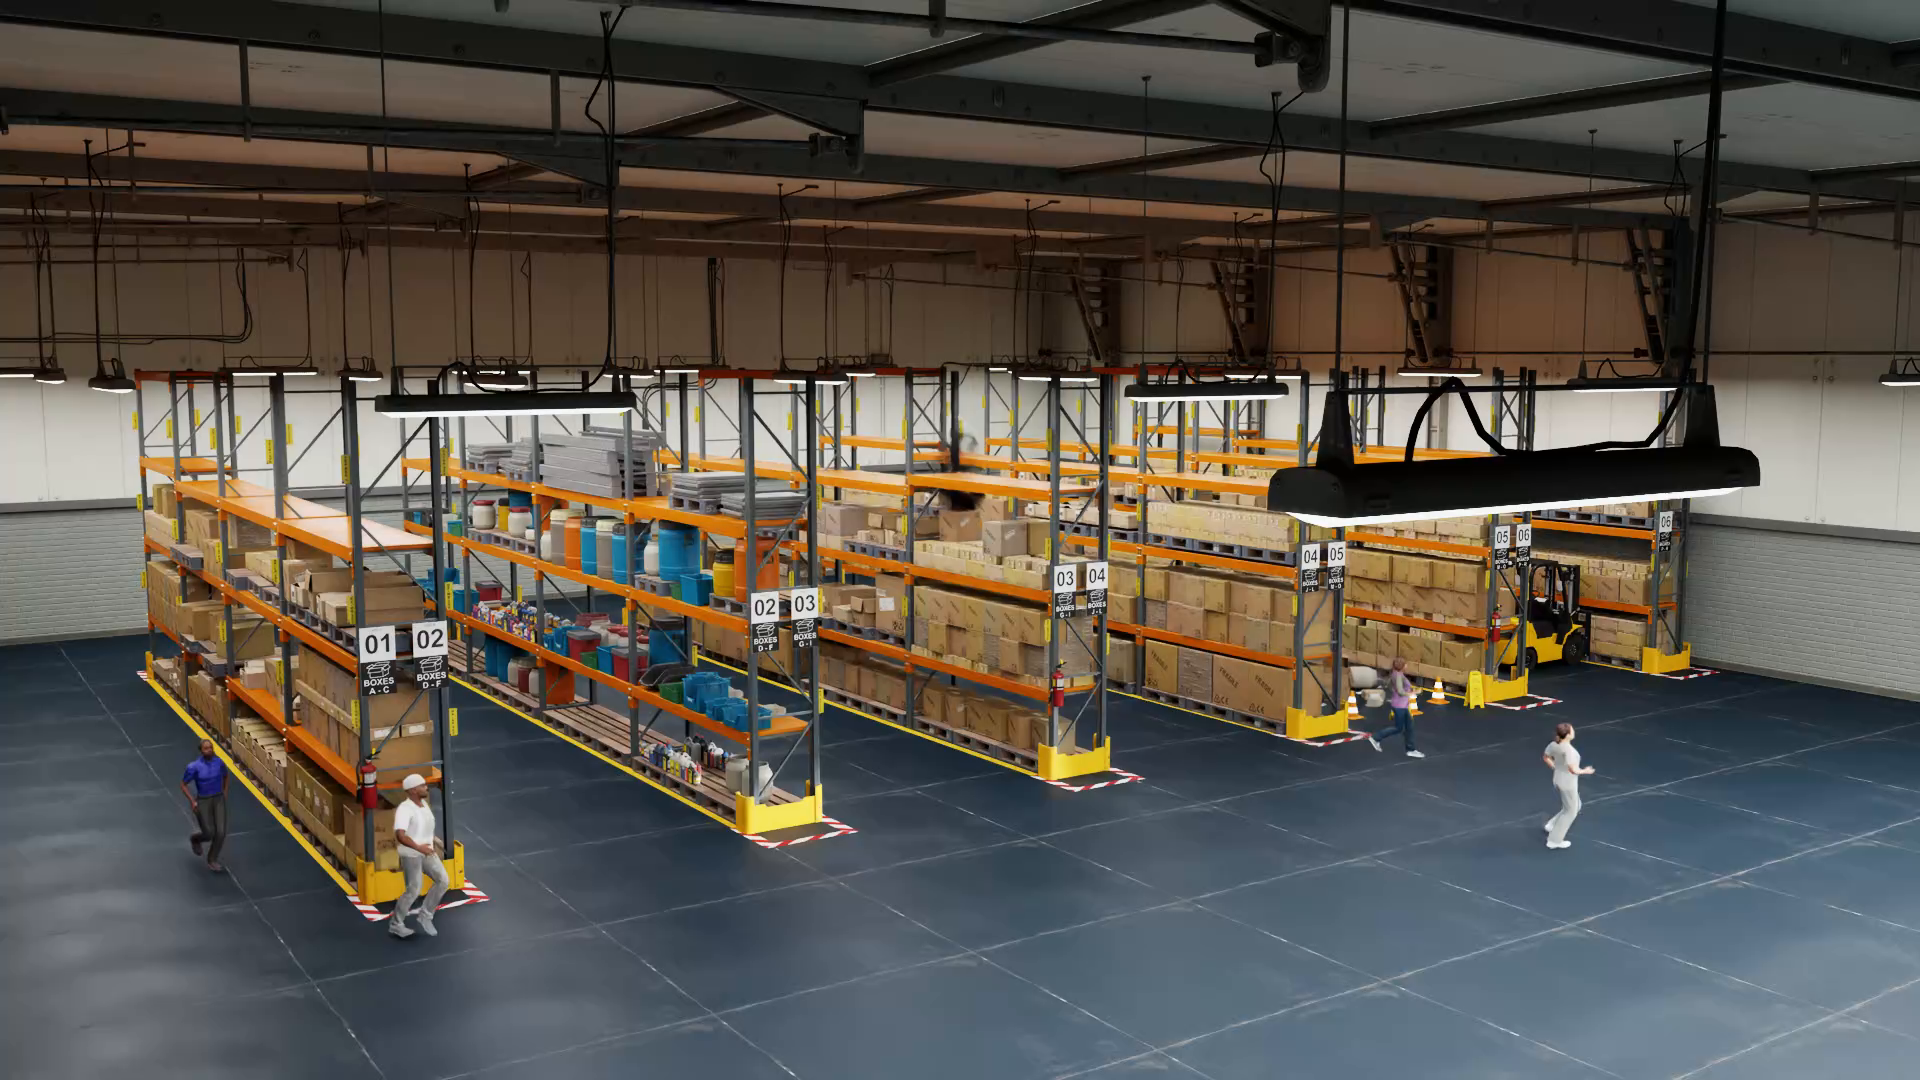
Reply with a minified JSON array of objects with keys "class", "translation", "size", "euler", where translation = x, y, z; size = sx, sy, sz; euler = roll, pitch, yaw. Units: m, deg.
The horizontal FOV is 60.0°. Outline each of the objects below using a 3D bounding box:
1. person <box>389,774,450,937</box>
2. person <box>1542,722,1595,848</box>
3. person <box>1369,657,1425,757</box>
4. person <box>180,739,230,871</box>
[{"class":"person","translation":[-5.877,3.428,18.140],"size":[0.612,1.754,0.763],"euler":[1,7,12]},{"class":"person","translation":[7.780,3.118,21.230],"size":[0.548,1.627,0.554],"euler":[-1,6,-7]},{"class":"person","translation":[6.848,2.607,25.981],"size":[0.861,1.574,0.551],"euler":[2,7,14]},{"class":"person","translation":[-9.247,3.245,20.455],"size":[0.565,1.607,0.576],"euler":[6,9,43]}]
